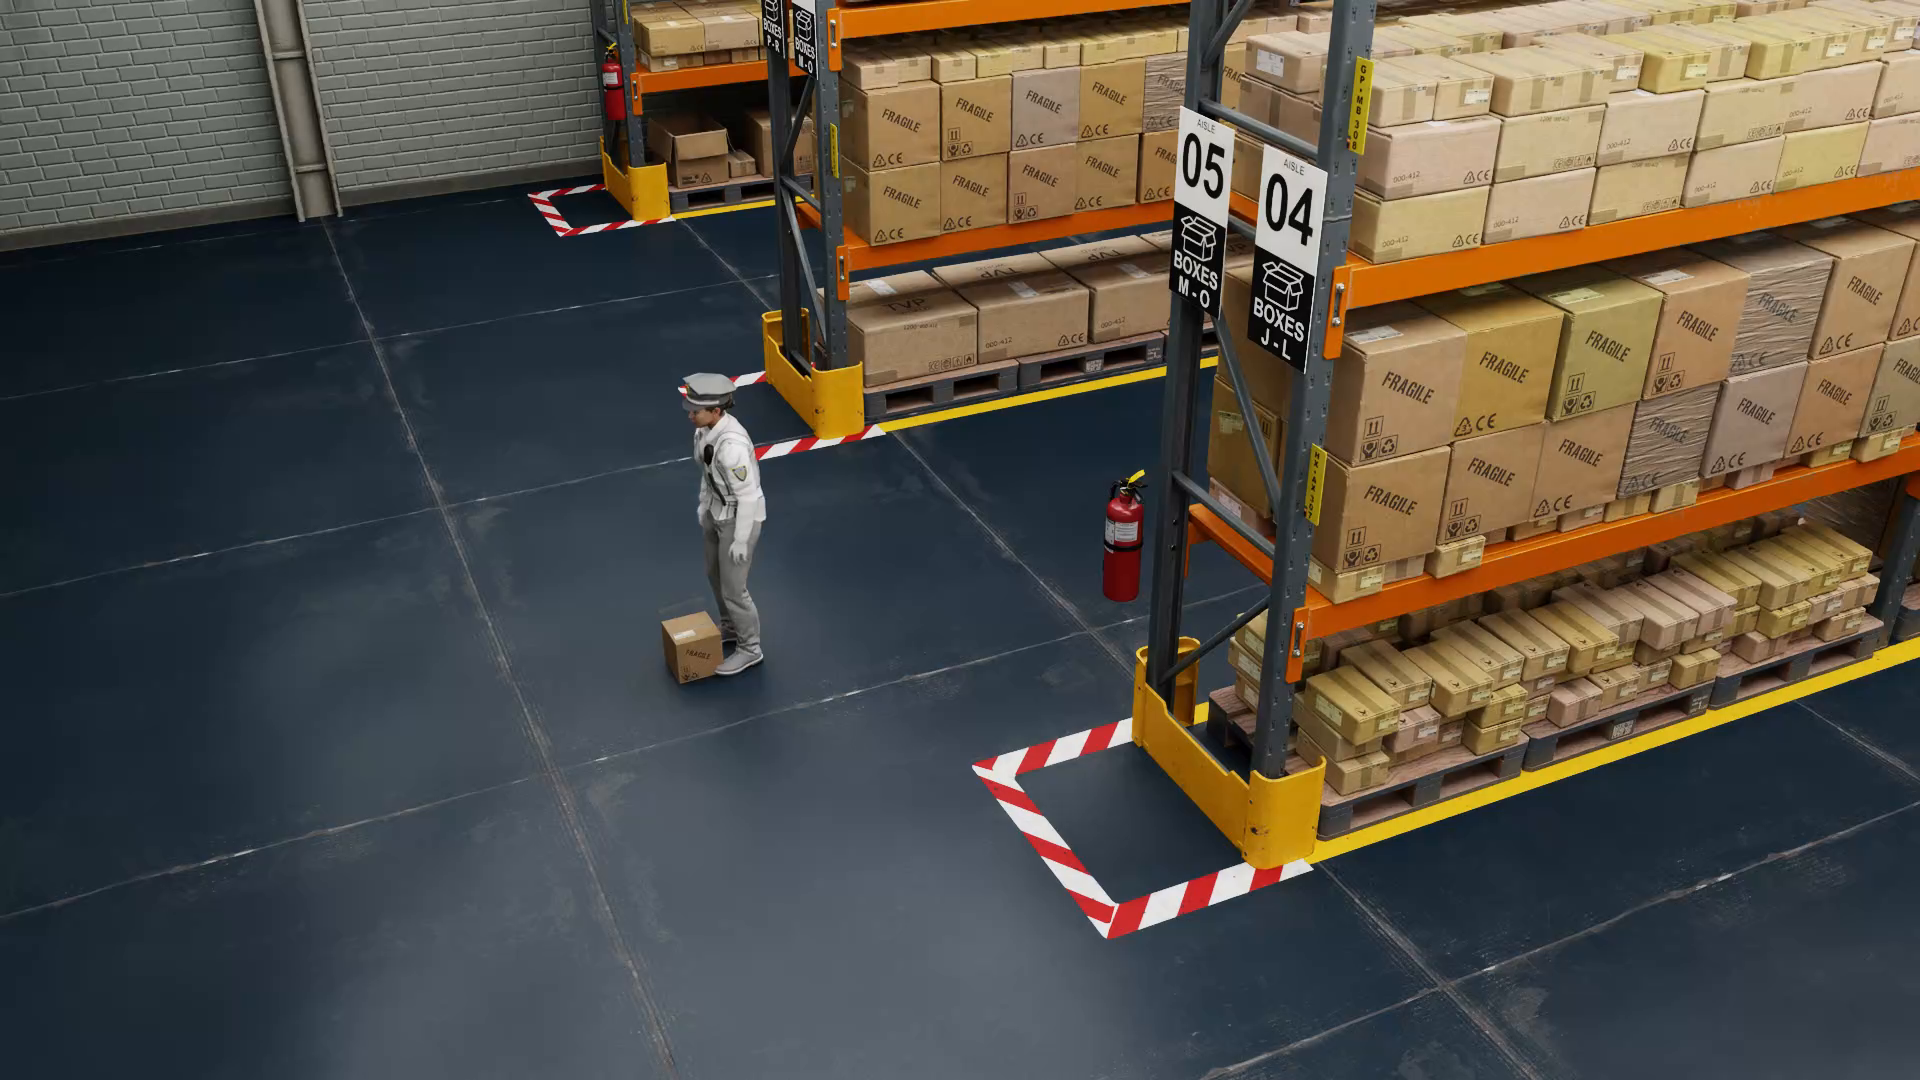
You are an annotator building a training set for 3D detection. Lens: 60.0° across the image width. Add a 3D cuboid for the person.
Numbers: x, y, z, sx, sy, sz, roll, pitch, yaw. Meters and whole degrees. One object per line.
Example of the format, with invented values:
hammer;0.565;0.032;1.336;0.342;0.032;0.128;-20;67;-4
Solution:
person;-1.206;-0.094;8.605;0.372;1.666;0.547;-15;33;-25
